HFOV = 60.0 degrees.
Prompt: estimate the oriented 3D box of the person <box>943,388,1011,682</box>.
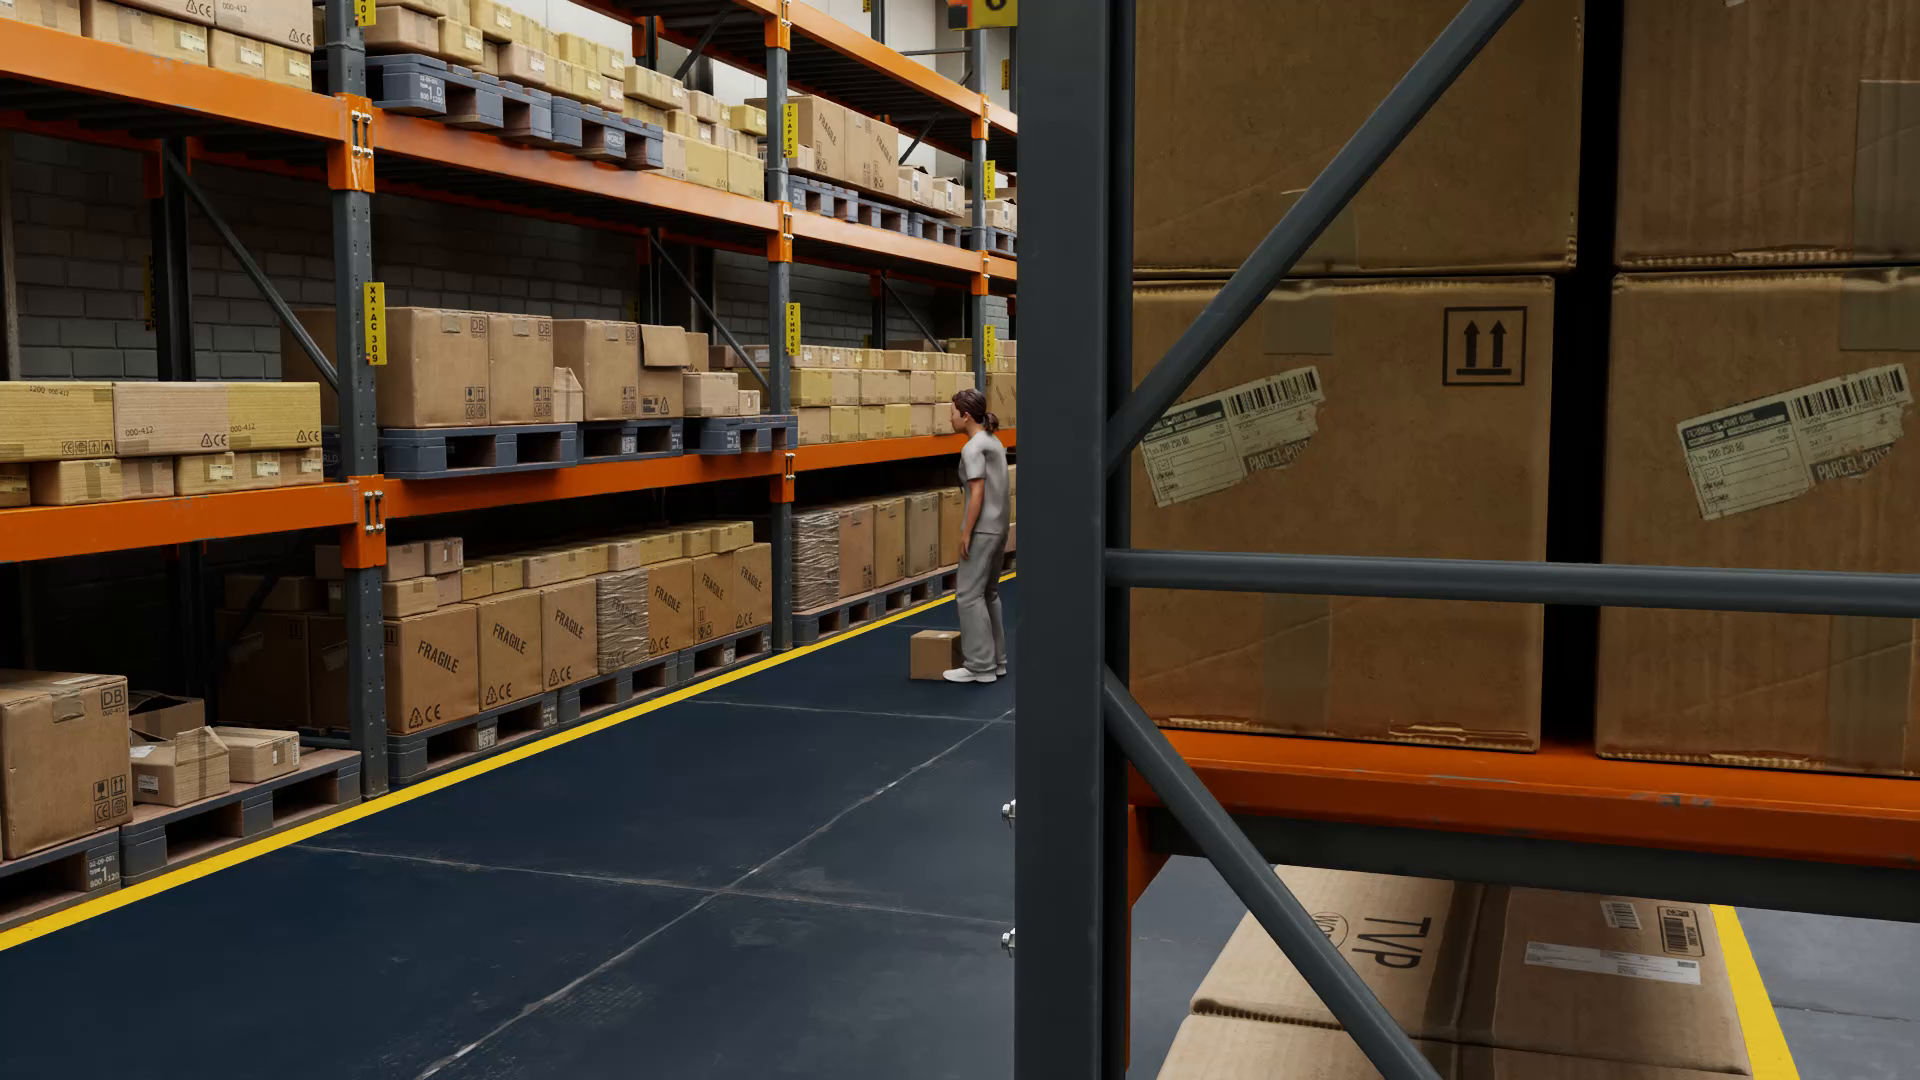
[{"bbox_3d":[0.106,-0.030,9.533,0.359,1.672,0.514,1,5,15],"label":"person"}]
